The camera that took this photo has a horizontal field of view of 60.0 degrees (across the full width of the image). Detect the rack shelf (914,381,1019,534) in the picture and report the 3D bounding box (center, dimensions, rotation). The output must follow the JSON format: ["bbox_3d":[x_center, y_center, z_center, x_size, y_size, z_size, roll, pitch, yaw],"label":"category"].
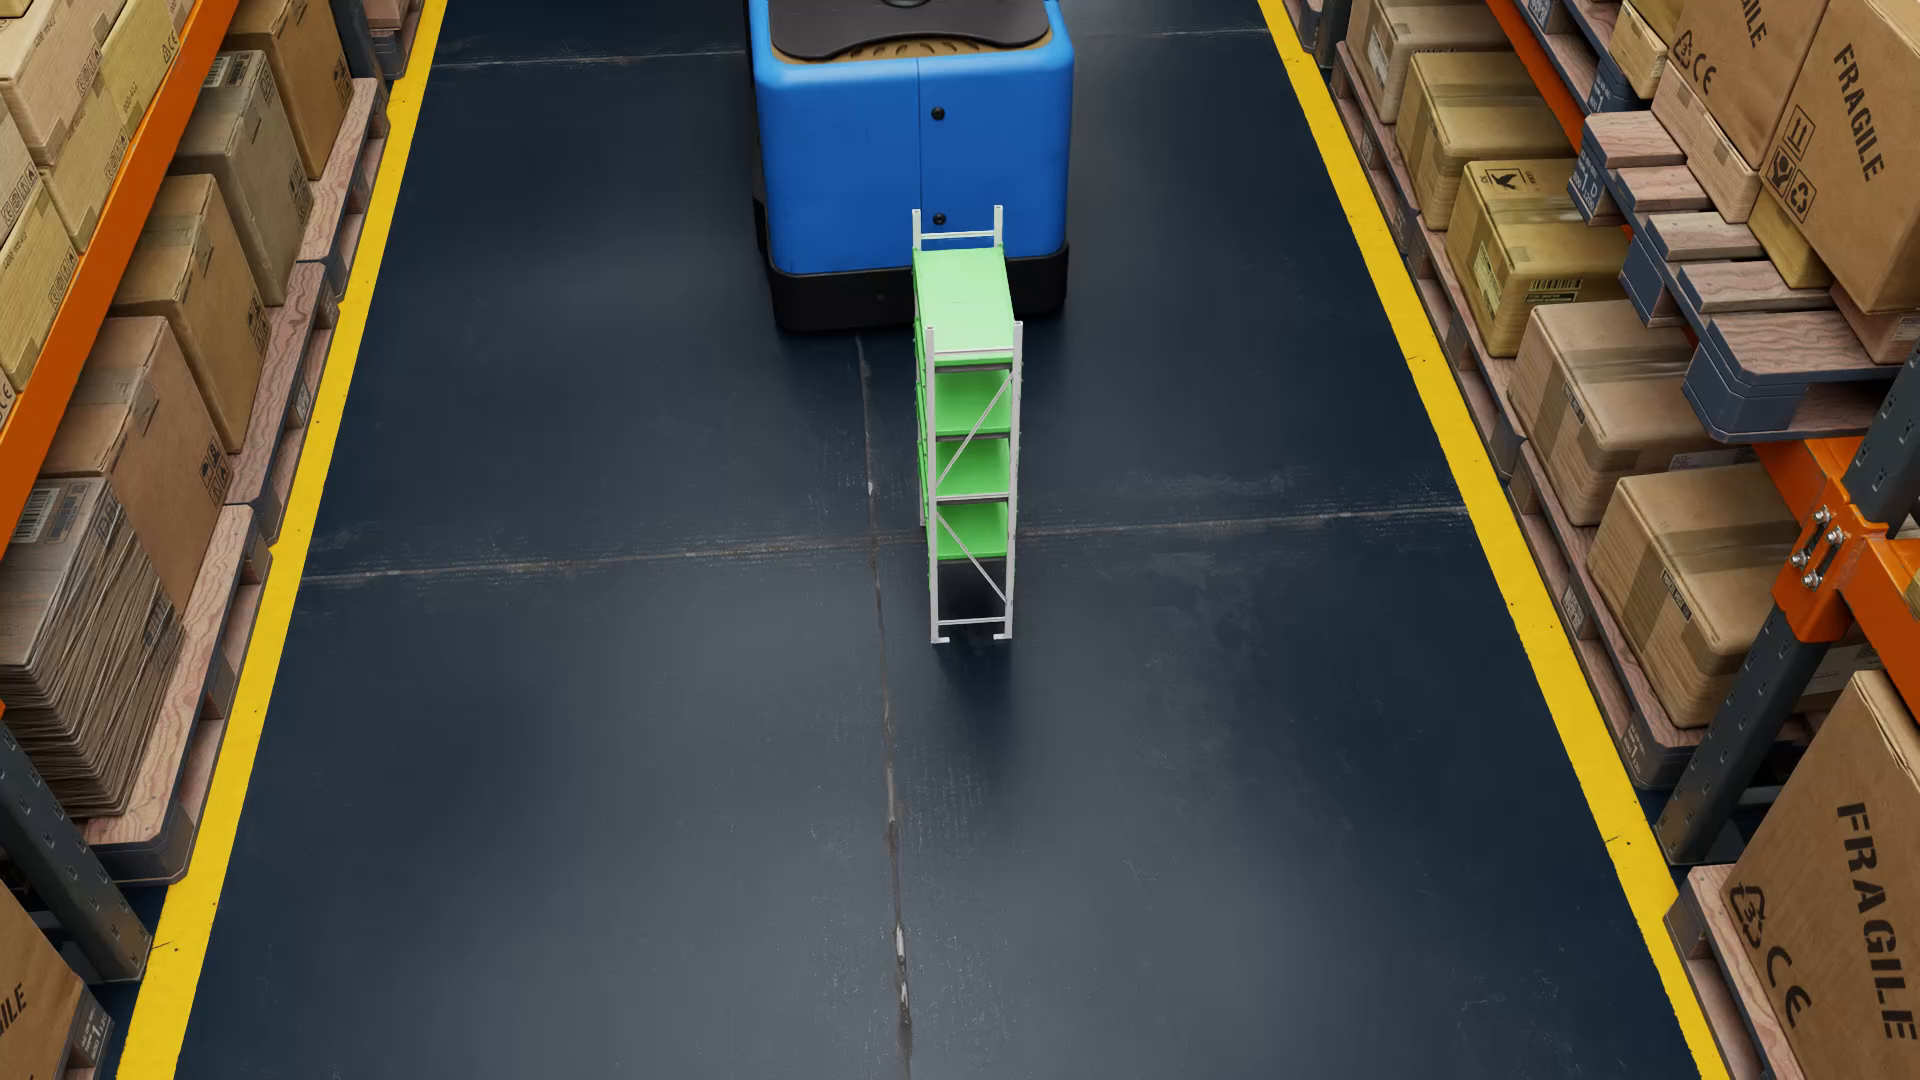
[{"bbox_3d":[0.014,-0.249,4.747,0.258,0.148,0.480,-3,47,-3],"label":"rack shelf"}]

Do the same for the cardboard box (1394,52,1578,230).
[{"bbox_3d":[2.155,-1.470,6.097,0.950,0.372,0.625,-1,47,-1],"label":"cardboard box"}]

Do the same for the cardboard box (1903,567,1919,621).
[{"bbox_3d":[2.170,0.186,3.111,0.500,0.250,0.500,-4,47,-4],"label":"cardboard box"}]

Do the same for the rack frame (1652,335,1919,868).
[{"bbox_3d":[2.380,-0.235,3.406,1.000,3.000,0.127,-3,47,-3],"label":"rack frame"}]

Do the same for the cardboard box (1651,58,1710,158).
[{"bbox_3d":[1.944,-1.067,4.079,0.380,0.149,0.250,-5,47,-5],"label":"cardboard box"}]

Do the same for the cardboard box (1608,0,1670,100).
[{"bbox_3d":[1.907,-1.265,4.266,0.380,0.149,0.250,-3,47,-3],"label":"cardboard box"}]

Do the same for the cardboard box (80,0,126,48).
[{"bbox_3d":[-2.495,-1.497,4.360,0.500,0.250,0.500,-3,47,-3],"label":"cardboard box"}]

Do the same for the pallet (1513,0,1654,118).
[{"bbox_3d":[2.173,-1.598,4.830,1.003,0.211,1.213,-3,47,-3],"label":"pallet"}]

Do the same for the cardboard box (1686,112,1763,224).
[{"bbox_3d":[1.957,-0.885,3.906,0.380,0.149,0.250,-4,47,-4],"label":"cardboard box"}]

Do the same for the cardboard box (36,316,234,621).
[{"bbox_3d":[-2.668,-0.182,4.703,0.875,0.625,0.625,-2,47,-2],"label":"cardboard box"}]

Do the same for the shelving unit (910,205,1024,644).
[{"bbox_3d":[0.014,-0.293,4.701,0.258,1.200,0.503,-3,47,-3],"label":"shelving unit"}]

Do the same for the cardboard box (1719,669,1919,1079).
[{"bbox_3d":[2.355,0.856,3.547,0.875,0.875,0.875,-4,47,-4],"label":"cardboard box"}]

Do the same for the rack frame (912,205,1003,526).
[{"bbox_3d":[-0.007,-0.469,4.868,0.240,1.200,0.015,-3,47,-3],"label":"rack frame"}]

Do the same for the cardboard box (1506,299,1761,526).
[{"bbox_3d":[2.272,-0.418,5.101,0.950,0.372,0.625,-4,47,-4],"label":"cardboard box"}]

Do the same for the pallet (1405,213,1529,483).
[{"bbox_3d":[2.217,-0.722,5.788,1.003,0.211,1.213,-3,47,-3],"label":"pallet"}]

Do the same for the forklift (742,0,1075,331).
[{"bbox_3d":[-0.317,-2.821,5.903,1.130,2.935,3.031,-5,47,-5],"label":"forklift"}]

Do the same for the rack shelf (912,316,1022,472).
[{"bbox_3d":[0.014,-0.414,4.573,0.258,0.148,0.480,-3,47,-3],"label":"rack shelf"}]

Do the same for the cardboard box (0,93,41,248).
[{"bbox_3d":[-2.401,-0.749,3.652,0.500,0.250,0.500,-2,47,-2],"label":"cardboard box"}]

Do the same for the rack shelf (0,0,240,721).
[{"bbox_3d":[-2.734,-1.130,4.750,1.077,0.370,4.000,-3,47,-3],"label":"rack shelf"}]

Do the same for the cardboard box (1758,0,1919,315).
[{"bbox_3d":[2.064,-0.828,3.405,0.500,0.500,0.500,-5,47,-4],"label":"cardboard box"}]

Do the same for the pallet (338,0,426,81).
[{"bbox_3d":[-2.926,-2.443,7.419,1.003,0.211,1.213,-3,47,-3],"label":"pallet"}]

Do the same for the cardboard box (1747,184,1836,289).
[{"bbox_3d":[2.023,-0.705,3.736,0.380,0.149,0.250,-3,47,-3],"label":"cardboard box"}]

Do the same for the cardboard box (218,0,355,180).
[{"bbox_3d":[-2.846,-1.775,6.212,0.875,0.625,0.625,-2,47,-2],"label":"cardboard box"}]

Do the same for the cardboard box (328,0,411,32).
[{"bbox_3d":[-2.612,-2.393,7.055,0.500,0.250,0.500,-3,47,-3],"label":"cardboard box"}]

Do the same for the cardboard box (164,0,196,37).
[{"bbox_3d":[-2.540,-1.699,4.897,0.500,0.250,0.500,-3,47,-3],"label":"cardboard box"}]

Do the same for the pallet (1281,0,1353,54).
[{"bbox_3d":[1.953,-2.654,7.618,1.003,0.211,1.213,-3,47,-3],"label":"pallet"}]

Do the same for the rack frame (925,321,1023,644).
[{"bbox_3d":[0.034,-0.116,4.534,0.240,1.200,0.015,-3,47,-3],"label":"rack frame"}]

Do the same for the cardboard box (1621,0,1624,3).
[{"bbox_3d":[2.012,-1.455,4.446,0.380,0.149,0.250,-3,47,-3],"label":"cardboard box"}]

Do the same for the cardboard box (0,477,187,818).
[{"bbox_3d":[-2.605,0.290,4.256,0.875,0.625,0.625,-2,47,-2],"label":"cardboard box"}]

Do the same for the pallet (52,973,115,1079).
[{"bbox_3d":[-2.542,1.571,3.617,1.003,0.211,1.213,-3,47,-3],"label":"pallet"}]

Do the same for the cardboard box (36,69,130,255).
[{"bbox_3d":[-2.447,-0.951,4.188,0.500,0.250,0.500,-5,47,-5],"label":"cardboard box"}]

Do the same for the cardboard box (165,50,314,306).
[{"bbox_3d":[-2.789,-1.213,5.679,0.875,0.625,0.625,-4,47,-4],"label":"cardboard box"}]

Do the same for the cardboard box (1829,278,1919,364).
[{"bbox_3d":[2.118,-0.515,3.556,0.380,0.149,0.250,-2,47,-2],"label":"cardboard box"}]

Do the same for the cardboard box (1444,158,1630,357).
[{"bbox_3d":[2.215,-0.967,5.621,0.950,0.372,0.625,-2,47,-2],"label":"cardboard box"}]

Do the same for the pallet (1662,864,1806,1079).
[{"bbox_3d":[2.370,1.299,3.874,1.003,0.211,1.213,-3,47,-3],"label":"pallet"}]

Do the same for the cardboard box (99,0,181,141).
[{"bbox_3d":[-2.489,-1.326,4.543,0.500,0.250,0.500,-2,47,-2],"label":"cardboard box"}]

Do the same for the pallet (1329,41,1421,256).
[{"bbox_3d":[2.111,-1.607,6.626,1.003,0.211,1.213,-3,47,-3],"label":"pallet"}]

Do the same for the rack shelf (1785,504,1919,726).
[{"bbox_3d":[2.547,1.460,2.297,1.077,0.370,4.000,-3,47,-3],"label":"rack shelf"}]

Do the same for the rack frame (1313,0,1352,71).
[{"bbox_3d":[2.045,-3.129,6.147,1.000,3.000,0.127,-3,47,-3],"label":"rack frame"}]

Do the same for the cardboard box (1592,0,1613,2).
[{"bbox_3d":[1.909,-1.632,4.613,0.380,0.149,0.250,-5,47,-5],"label":"cardboard box"}]

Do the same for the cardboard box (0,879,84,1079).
[{"bbox_3d":[-2.317,1.078,3.596,0.500,0.500,0.500,-2,47,-2],"label":"cardboard box"}]

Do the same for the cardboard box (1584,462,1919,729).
[{"bbox_3d":[2.342,0.115,4.596,0.950,0.372,0.625,-6,47,-6],"label":"cardboard box"}]

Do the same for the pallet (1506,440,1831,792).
[{"bbox_3d":[2.316,0.159,4.954,1.003,0.211,1.213,-3,47,-3],"label":"pallet"}]

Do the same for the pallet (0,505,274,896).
[{"bbox_3d":[-2.596,0.431,4.697,1.003,0.211,1.213,-3,47,-3],"label":"pallet"}]

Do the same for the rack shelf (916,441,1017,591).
[{"bbox_3d":[0.014,-0.084,4.922,0.258,0.148,0.480,-3,47,-3],"label":"rack shelf"}]

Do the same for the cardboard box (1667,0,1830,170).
[{"bbox_3d":[2.010,-1.201,3.759,0.500,0.500,0.500,-4,47,-4],"label":"cardboard box"}]

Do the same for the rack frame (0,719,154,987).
[{"bbox_3d":[-2.566,0.070,3.118,1.000,3.000,0.127,-3,47,-3],"label":"rack frame"}]

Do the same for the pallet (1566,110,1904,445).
[{"bbox_3d":[2.214,-0.678,3.958,1.213,0.211,1.003,-3,47,-3],"label":"pallet"}]

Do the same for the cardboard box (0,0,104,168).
[{"bbox_3d":[-2.427,-1.129,4.012,0.500,0.250,0.500,-5,47,-4],"label":"cardboard box"}]

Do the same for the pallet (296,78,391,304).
[{"bbox_3d":[-2.801,-1.335,6.369,1.003,0.211,1.213,-3,47,-3],"label":"pallet"}]

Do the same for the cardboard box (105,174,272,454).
[{"bbox_3d":[-2.724,-0.669,5.164,0.875,0.625,0.625,-5,47,-5],"label":"cardboard box"}]

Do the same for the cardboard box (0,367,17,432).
[{"bbox_3d":[-2.360,-0.215,3.490,0.500,0.250,0.500,-3,47,-3],"label":"cardboard box"}]

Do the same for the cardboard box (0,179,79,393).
[{"bbox_3d":[-2.397,-0.579,3.835,0.500,0.250,0.500,-4,47,-4],"label":"cardboard box"}]

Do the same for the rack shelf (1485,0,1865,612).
[{"bbox_3d":[2.212,-1.434,5.038,1.077,0.370,4.000,-3,47,-3],"label":"rack shelf"}]

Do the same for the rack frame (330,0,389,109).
[{"bbox_3d":[-2.901,-2.824,5.859,1.000,3.000,0.127,-3,47,-3],"label":"rack frame"}]

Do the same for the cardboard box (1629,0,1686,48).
[{"bbox_3d":[1.967,-1.566,4.104,0.500,0.500,0.500,-6,47,-6],"label":"cardboard box"}]

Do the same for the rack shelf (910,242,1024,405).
[{"bbox_3d":[0.014,-0.579,4.399,0.258,0.148,0.480,-3,47,-3],"label":"rack shelf"}]

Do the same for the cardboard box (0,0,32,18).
[{"bbox_3d":[-2.418,-1.369,3.965,0.380,0.149,0.250,-3,47,-2],"label":"cardboard box"}]

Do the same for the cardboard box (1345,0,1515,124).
[{"bbox_3d":[2.091,-1.990,6.589,0.950,0.372,0.625,-3,47,-3],"label":"cardboard box"}]

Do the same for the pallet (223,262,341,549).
[{"bbox_3d":[-2.695,-0.450,5.531,1.003,0.211,1.213,-3,47,-3],"label":"pallet"}]
